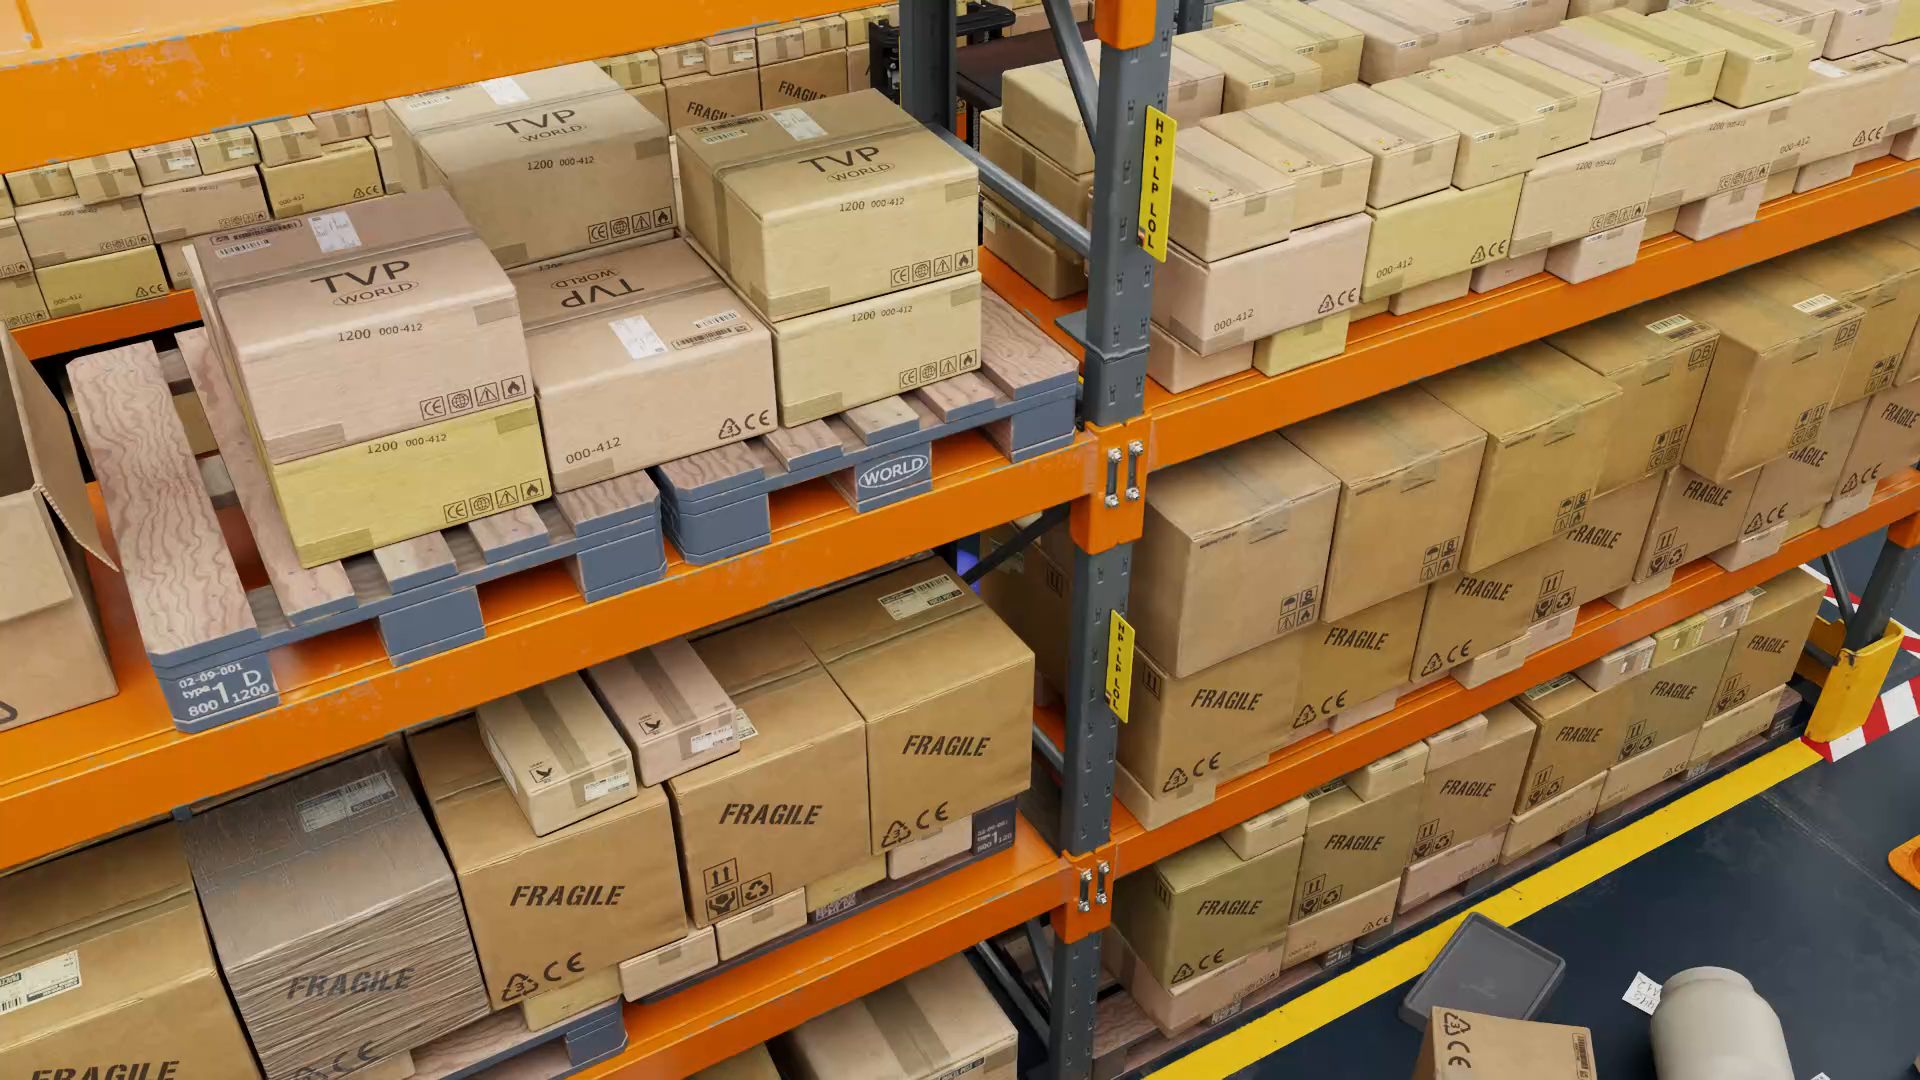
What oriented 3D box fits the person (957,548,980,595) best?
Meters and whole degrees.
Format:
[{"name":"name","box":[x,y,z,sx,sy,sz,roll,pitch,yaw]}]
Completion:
[{"name":"person","box":[-0.031,0.331,7.094,0.759,0.952,0.513,-21,42,-25]}]
